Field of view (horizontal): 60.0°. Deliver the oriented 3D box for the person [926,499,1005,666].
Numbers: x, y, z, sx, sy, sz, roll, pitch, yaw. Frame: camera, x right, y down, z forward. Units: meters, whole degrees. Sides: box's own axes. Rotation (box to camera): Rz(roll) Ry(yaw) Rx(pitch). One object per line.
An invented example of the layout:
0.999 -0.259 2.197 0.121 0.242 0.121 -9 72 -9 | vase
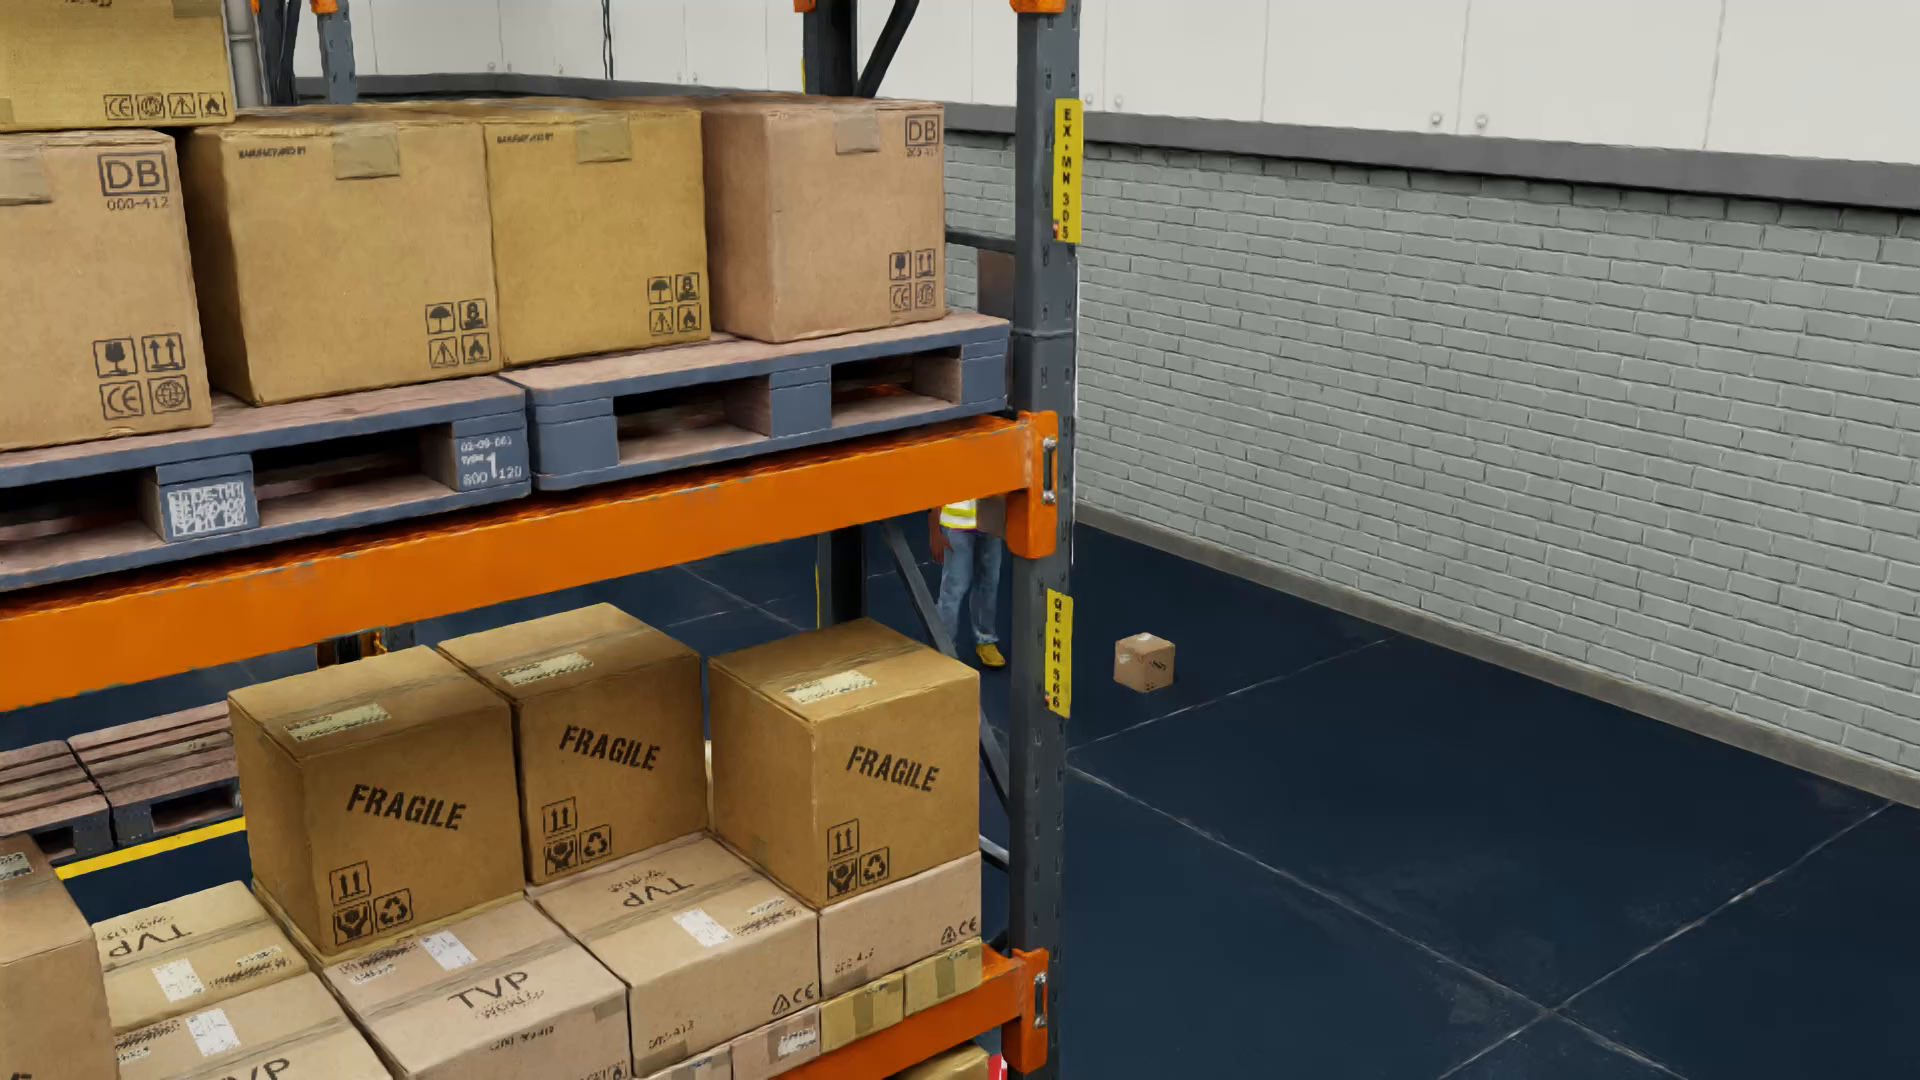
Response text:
0.068 -0.093 9.723 0.625 1.772 0.381 -17 24 -42 | person
